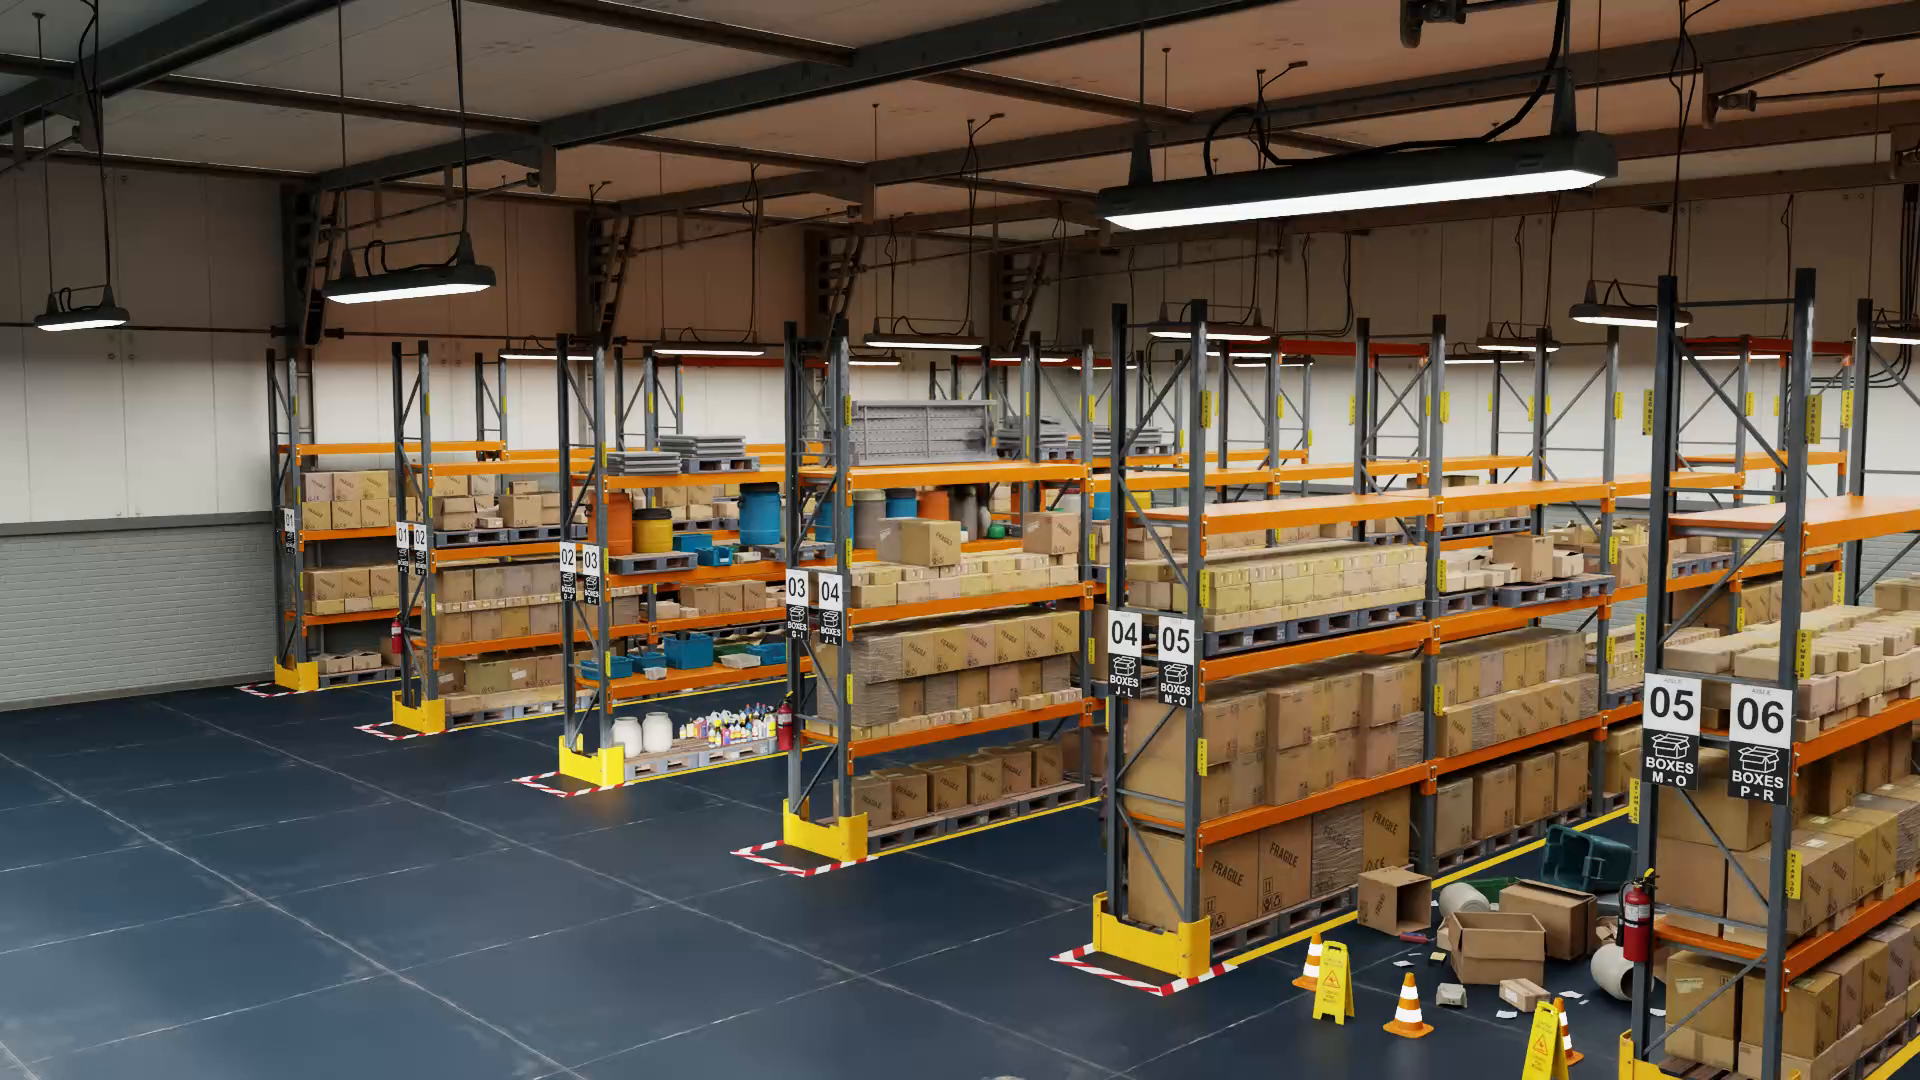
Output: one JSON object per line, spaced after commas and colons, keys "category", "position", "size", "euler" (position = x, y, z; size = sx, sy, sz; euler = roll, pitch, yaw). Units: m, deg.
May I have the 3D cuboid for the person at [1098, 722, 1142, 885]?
{"category": "person", "position": [1.718, 2.773, 17.406], "size": [0.697, 1.746, 0.676], "euler": [3, 6, 28]}
